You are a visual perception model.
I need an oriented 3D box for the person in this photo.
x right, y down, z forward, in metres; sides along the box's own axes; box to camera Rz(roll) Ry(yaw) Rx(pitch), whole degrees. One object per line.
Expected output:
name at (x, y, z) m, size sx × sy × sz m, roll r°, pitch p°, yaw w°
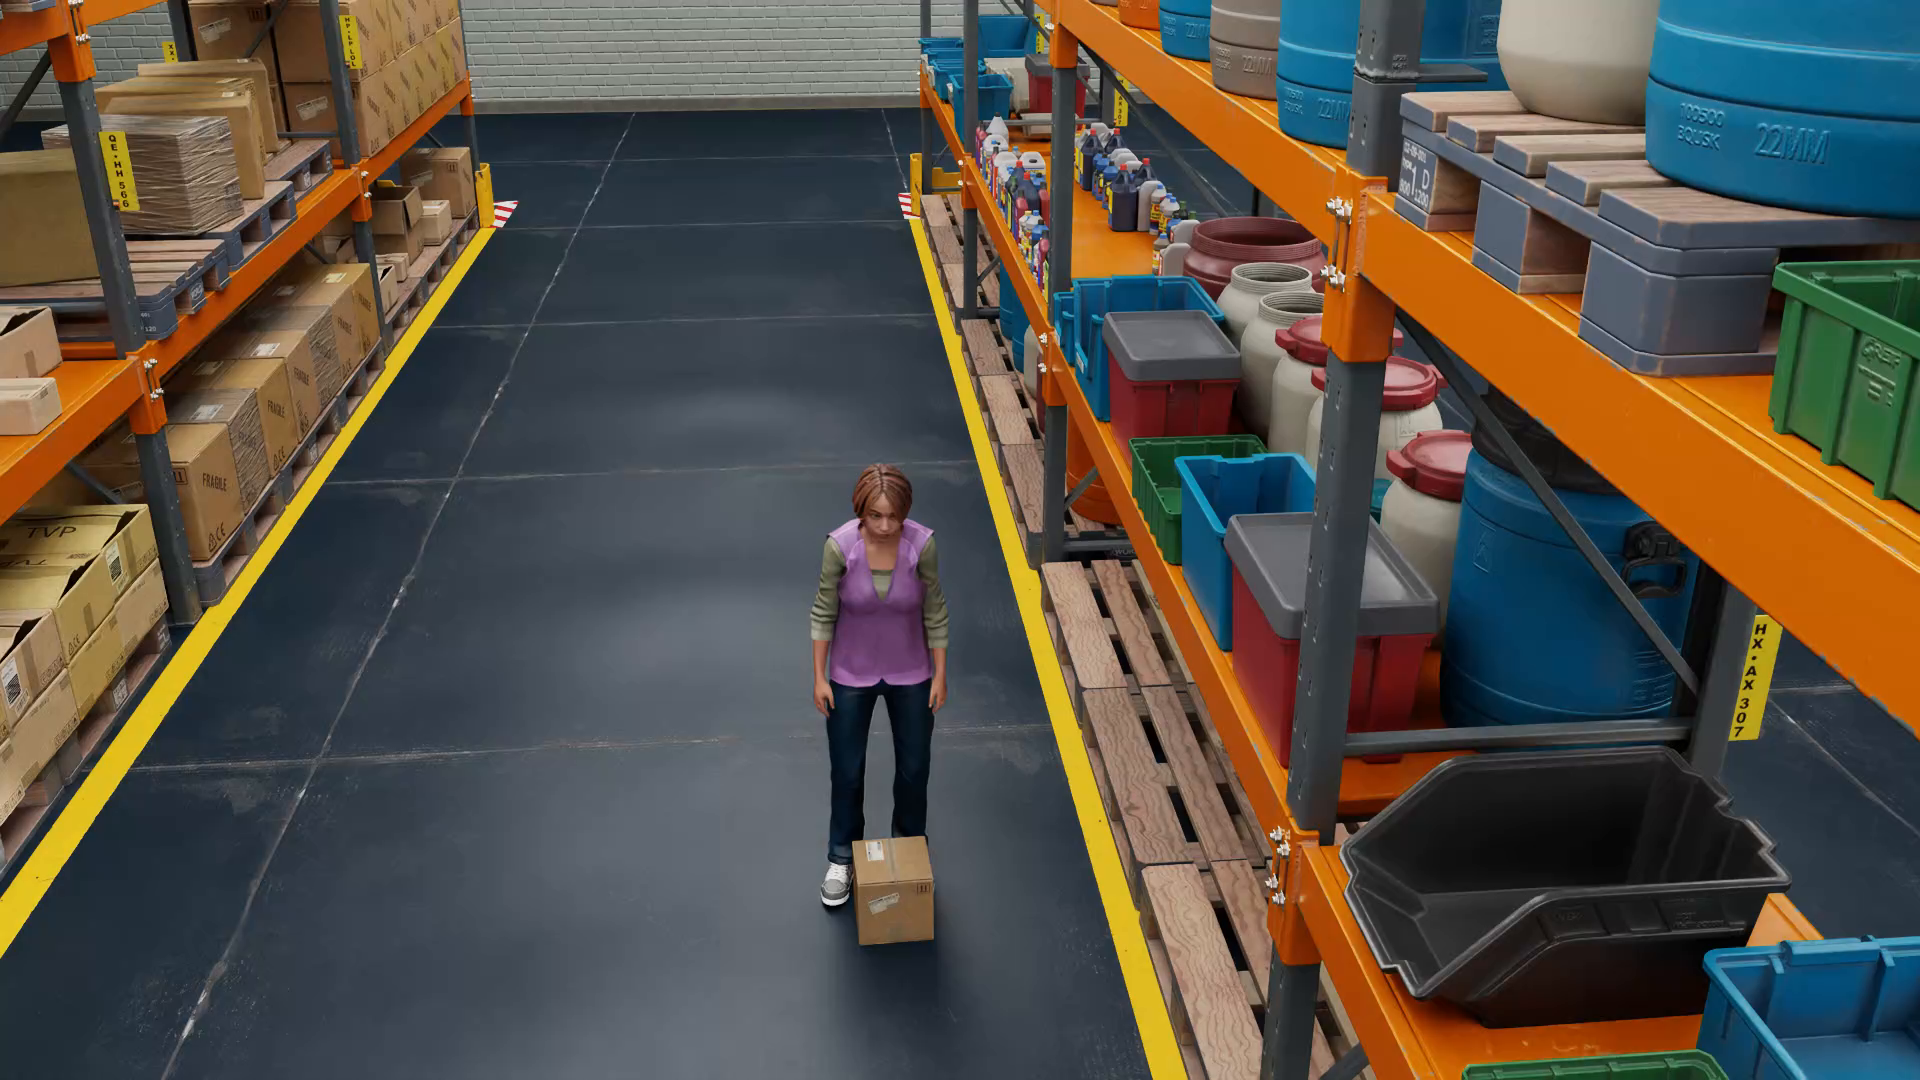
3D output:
person at (-0.263, 0.478, 5.560) m, size 0.459 × 1.581 × 0.347 m, roll -2°, pitch 24°, yaw -5°
